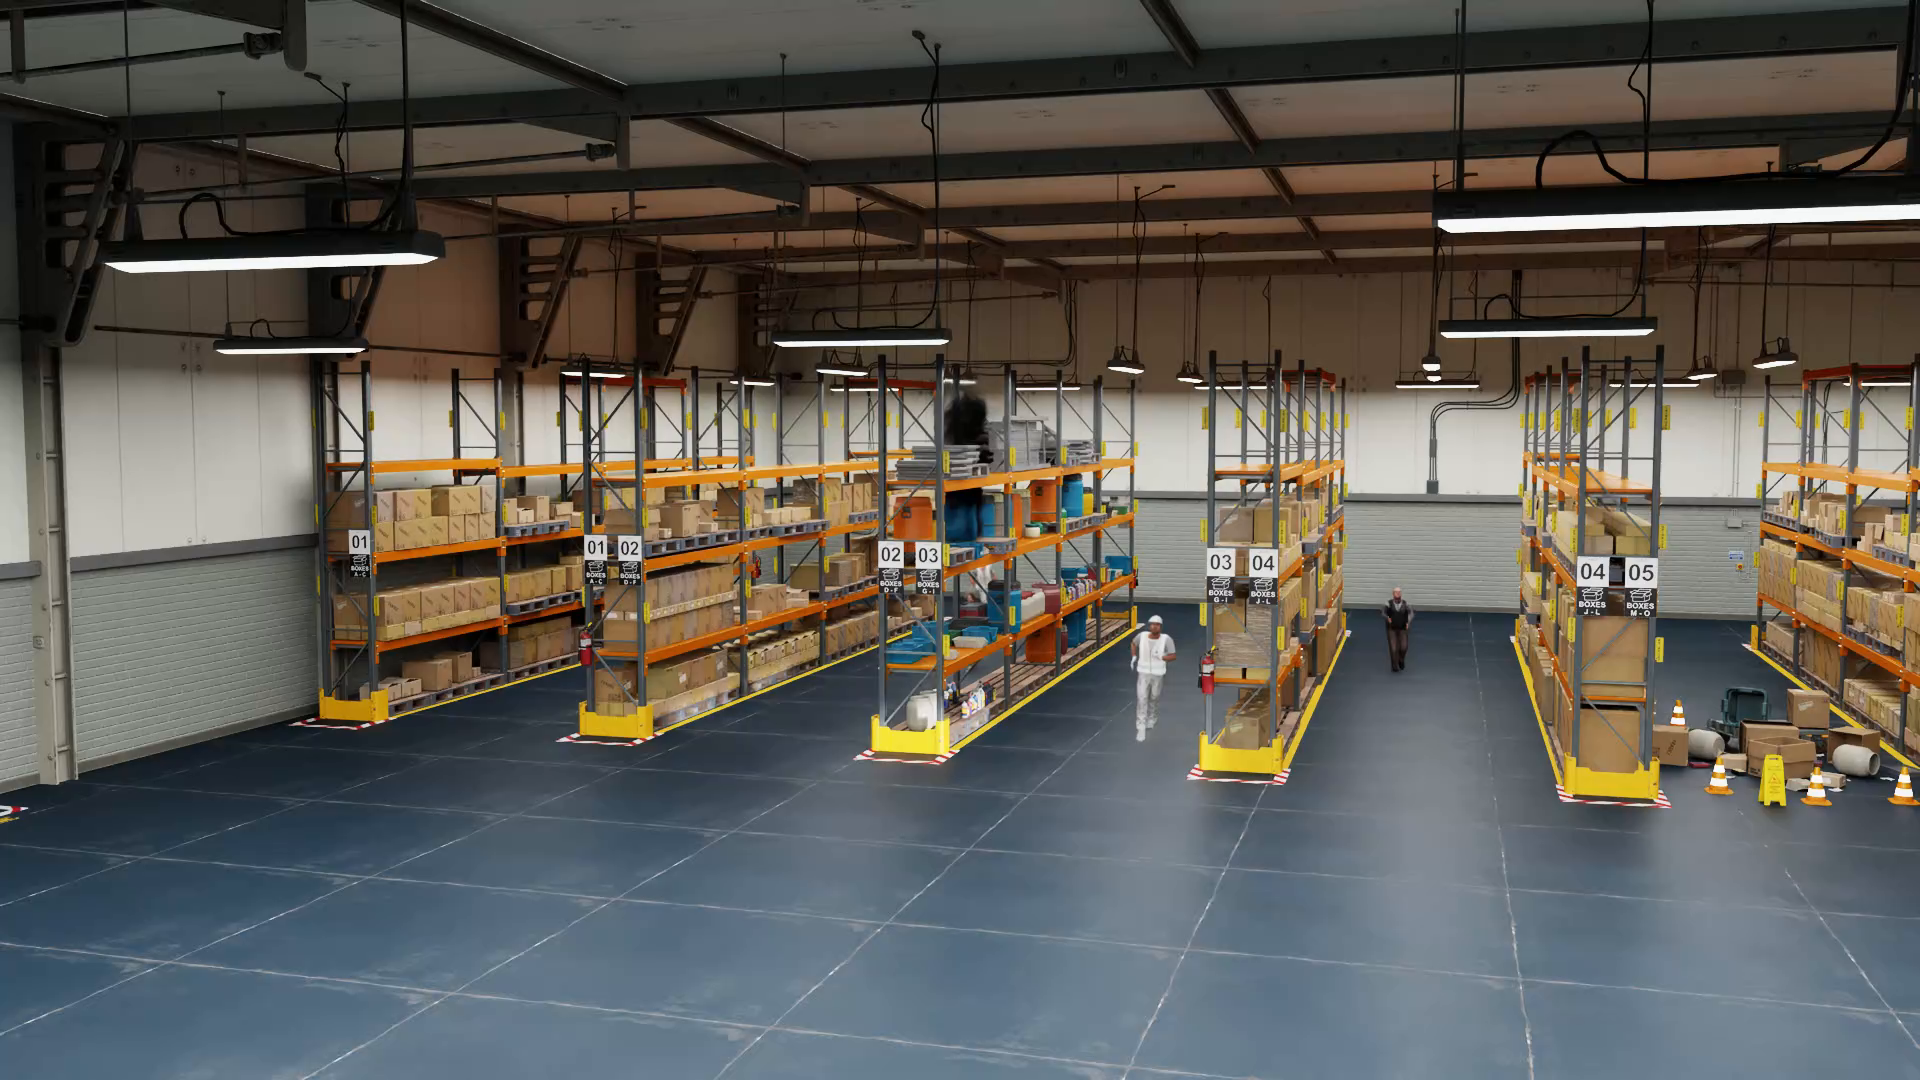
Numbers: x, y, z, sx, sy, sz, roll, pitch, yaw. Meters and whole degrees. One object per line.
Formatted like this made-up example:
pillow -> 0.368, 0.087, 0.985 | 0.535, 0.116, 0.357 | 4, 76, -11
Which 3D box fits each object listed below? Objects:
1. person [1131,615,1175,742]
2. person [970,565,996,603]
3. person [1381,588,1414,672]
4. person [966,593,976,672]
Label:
person -> 2.888, 2.051, 24.924 | 0.668, 1.856, 0.756 | 1, 4, 7
person -> 0.594, 1.220, 41.012 | 0.720, 1.713, 0.557 | 0, 4, -6
person -> 8.702, 1.793, 33.062 | 0.649, 1.673, 0.578 | 1, 4, 11
person -> 0.225, 1.841, 33.451 | 0.542, 1.574, 0.694 | 1, 4, 10
